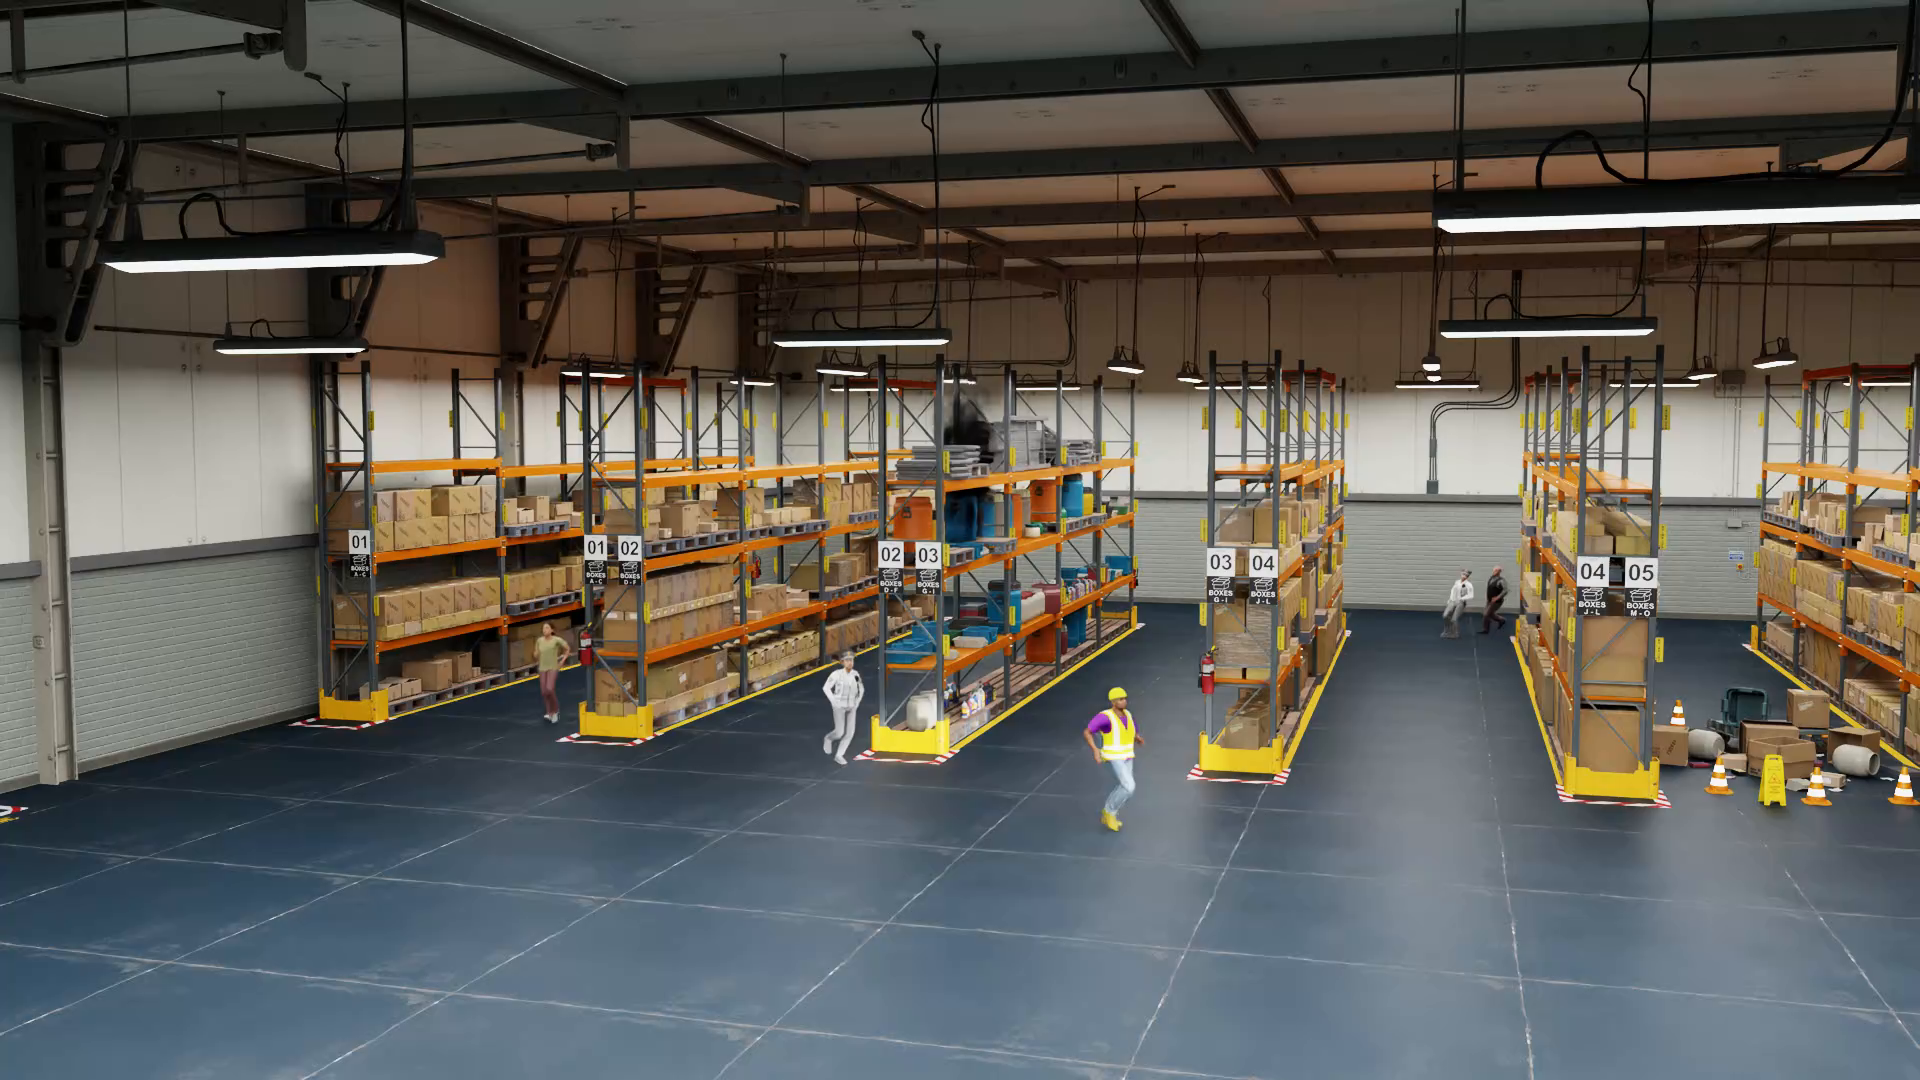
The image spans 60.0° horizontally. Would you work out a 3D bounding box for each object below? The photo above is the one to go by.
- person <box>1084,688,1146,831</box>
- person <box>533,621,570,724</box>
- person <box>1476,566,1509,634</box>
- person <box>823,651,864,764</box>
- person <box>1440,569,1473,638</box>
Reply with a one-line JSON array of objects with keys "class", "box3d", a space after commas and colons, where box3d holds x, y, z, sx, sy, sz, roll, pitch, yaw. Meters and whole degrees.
[{"class": "person", "box3d": [1.959, 2.666, 20.285, 0.687, 1.728, 0.662, -4, 6, -44]}, {"class": "person", "box3d": [-6.828, 2.197, 27.628, 0.590, 1.696, 0.613, 1, 4, 13]}, {"class": "person", "box3d": [12.582, 1.409, 38.894, 0.745, 1.634, 0.714, -1, 4, -13]}, {"class": "person", "box3d": [-1.701, 2.440, 24.459, 0.638, 1.647, 0.521, -2, 5, -27]}, {"class": "person", "box3d": [11.403, 1.465, 38.168, 0.554, 1.626, 0.708, -3, 5, -34]}]
